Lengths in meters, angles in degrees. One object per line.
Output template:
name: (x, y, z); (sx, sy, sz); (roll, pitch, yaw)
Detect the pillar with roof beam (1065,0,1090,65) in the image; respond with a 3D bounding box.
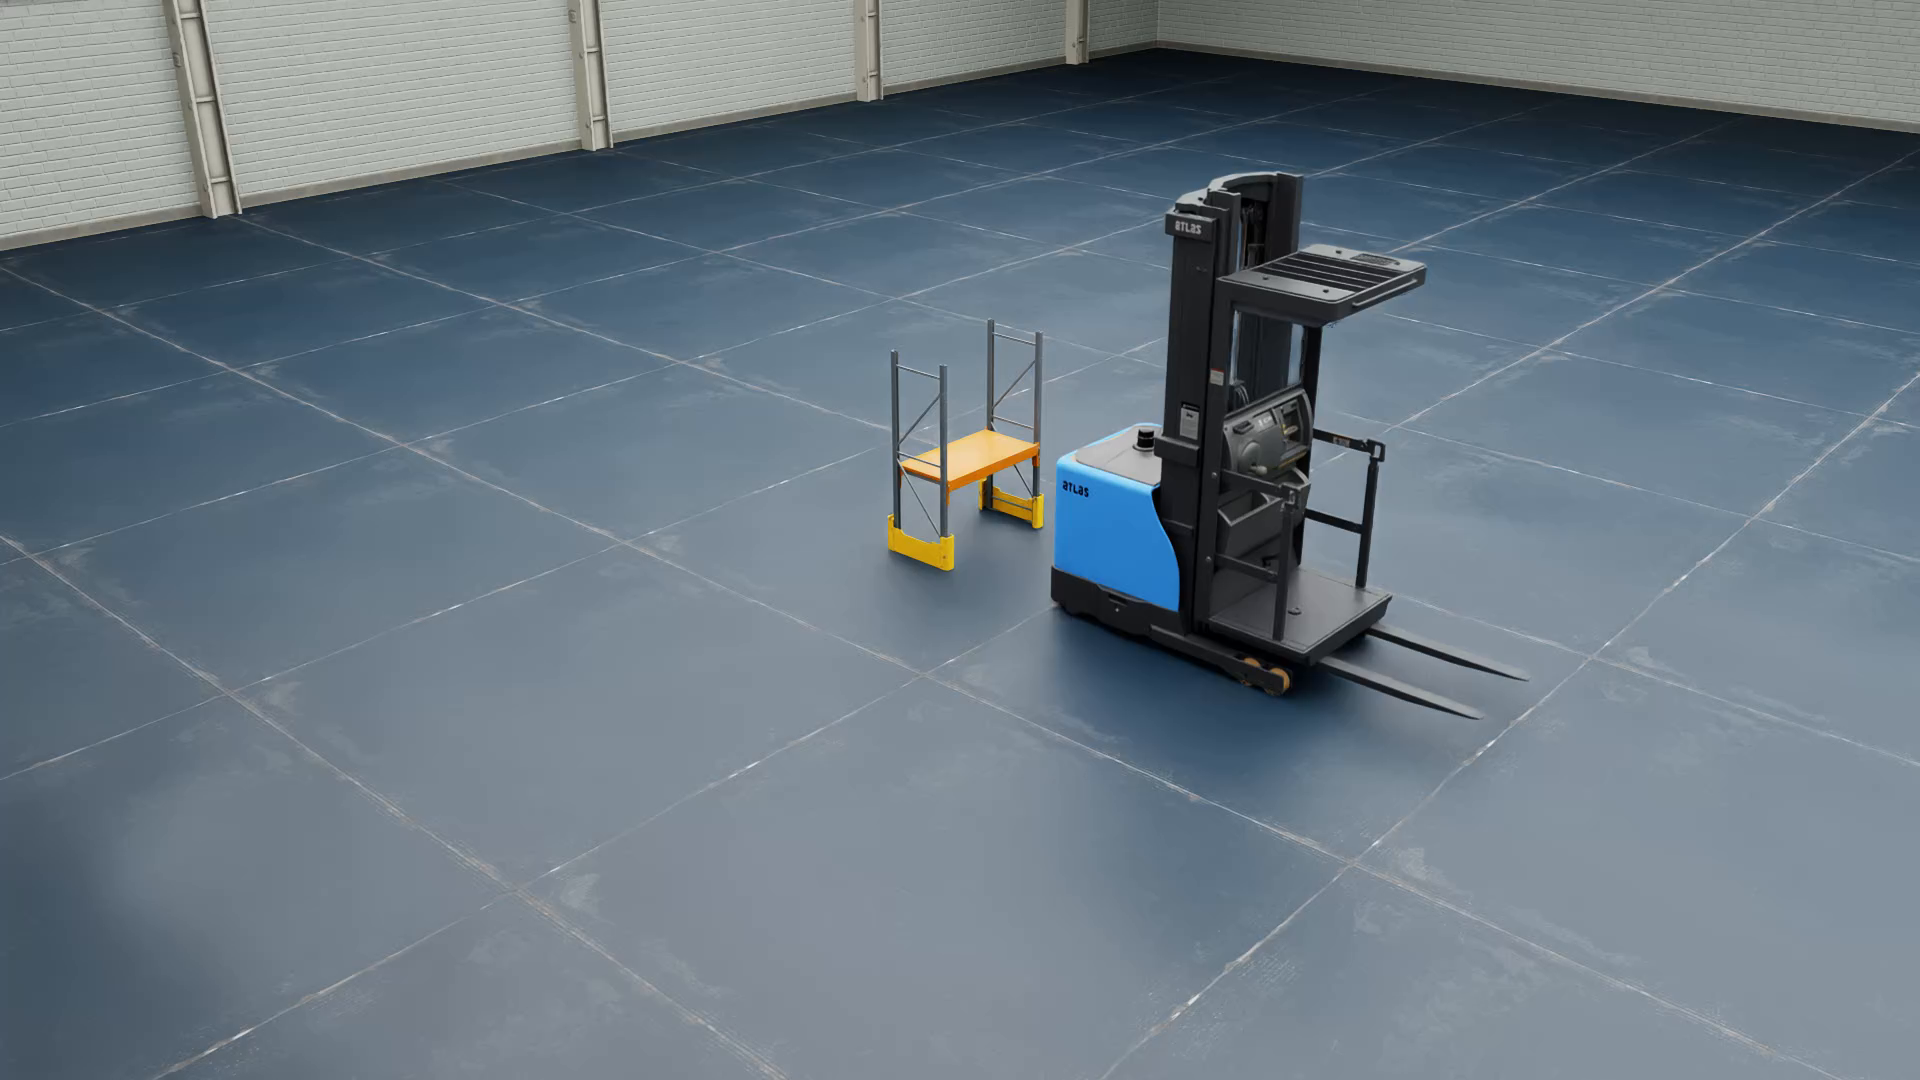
pillar with roof beam: (5.589, -12.669, 29.479); (9.100, 9.000, 0.400); (20, 31, 38)

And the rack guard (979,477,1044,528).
rack guard: (0.383, -0.289, 12.560); (0.587, 0.250, 0.087); (20, 31, 38)

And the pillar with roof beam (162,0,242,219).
pillar with roof beam: (-6.425, -7.185, 17.248); (9.100, 9.000, 0.400); (20, 31, 38)

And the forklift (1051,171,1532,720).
forklift: (2.044, -0.633, 10.051); (3.031, 2.935, 1.130); (20, 31, 38)

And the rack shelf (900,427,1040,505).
rack shelf: (0.057, -0.546, 12.046); (0.538, 0.185, 1.000); (20, 31, 38)

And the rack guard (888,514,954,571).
rack guard: (-0.281, 0.014, 11.883); (0.587, 0.250, 0.087); (20, 31, 38)

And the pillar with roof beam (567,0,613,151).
pillar with roof beam: (-2.420, -9.013, 21.325); (9.100, 9.000, 0.400); (20, 31, 38)

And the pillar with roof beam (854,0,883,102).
pillar with roof beam: (1.584, -10.841, 25.402); (9.100, 9.000, 0.400); (20, 31, 38)

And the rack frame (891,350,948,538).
rack frame: (-0.282, -0.555, 11.627); (0.500, 1.500, 0.032); (20, 31, 38)

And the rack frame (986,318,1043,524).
rack frame: (0.396, -0.865, 12.318); (0.500, 1.500, 0.032); (20, 31, 38)

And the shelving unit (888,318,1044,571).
shelving unit: (0.051, -0.708, 11.966); (0.587, 1.500, 1.083); (20, 31, 38)
